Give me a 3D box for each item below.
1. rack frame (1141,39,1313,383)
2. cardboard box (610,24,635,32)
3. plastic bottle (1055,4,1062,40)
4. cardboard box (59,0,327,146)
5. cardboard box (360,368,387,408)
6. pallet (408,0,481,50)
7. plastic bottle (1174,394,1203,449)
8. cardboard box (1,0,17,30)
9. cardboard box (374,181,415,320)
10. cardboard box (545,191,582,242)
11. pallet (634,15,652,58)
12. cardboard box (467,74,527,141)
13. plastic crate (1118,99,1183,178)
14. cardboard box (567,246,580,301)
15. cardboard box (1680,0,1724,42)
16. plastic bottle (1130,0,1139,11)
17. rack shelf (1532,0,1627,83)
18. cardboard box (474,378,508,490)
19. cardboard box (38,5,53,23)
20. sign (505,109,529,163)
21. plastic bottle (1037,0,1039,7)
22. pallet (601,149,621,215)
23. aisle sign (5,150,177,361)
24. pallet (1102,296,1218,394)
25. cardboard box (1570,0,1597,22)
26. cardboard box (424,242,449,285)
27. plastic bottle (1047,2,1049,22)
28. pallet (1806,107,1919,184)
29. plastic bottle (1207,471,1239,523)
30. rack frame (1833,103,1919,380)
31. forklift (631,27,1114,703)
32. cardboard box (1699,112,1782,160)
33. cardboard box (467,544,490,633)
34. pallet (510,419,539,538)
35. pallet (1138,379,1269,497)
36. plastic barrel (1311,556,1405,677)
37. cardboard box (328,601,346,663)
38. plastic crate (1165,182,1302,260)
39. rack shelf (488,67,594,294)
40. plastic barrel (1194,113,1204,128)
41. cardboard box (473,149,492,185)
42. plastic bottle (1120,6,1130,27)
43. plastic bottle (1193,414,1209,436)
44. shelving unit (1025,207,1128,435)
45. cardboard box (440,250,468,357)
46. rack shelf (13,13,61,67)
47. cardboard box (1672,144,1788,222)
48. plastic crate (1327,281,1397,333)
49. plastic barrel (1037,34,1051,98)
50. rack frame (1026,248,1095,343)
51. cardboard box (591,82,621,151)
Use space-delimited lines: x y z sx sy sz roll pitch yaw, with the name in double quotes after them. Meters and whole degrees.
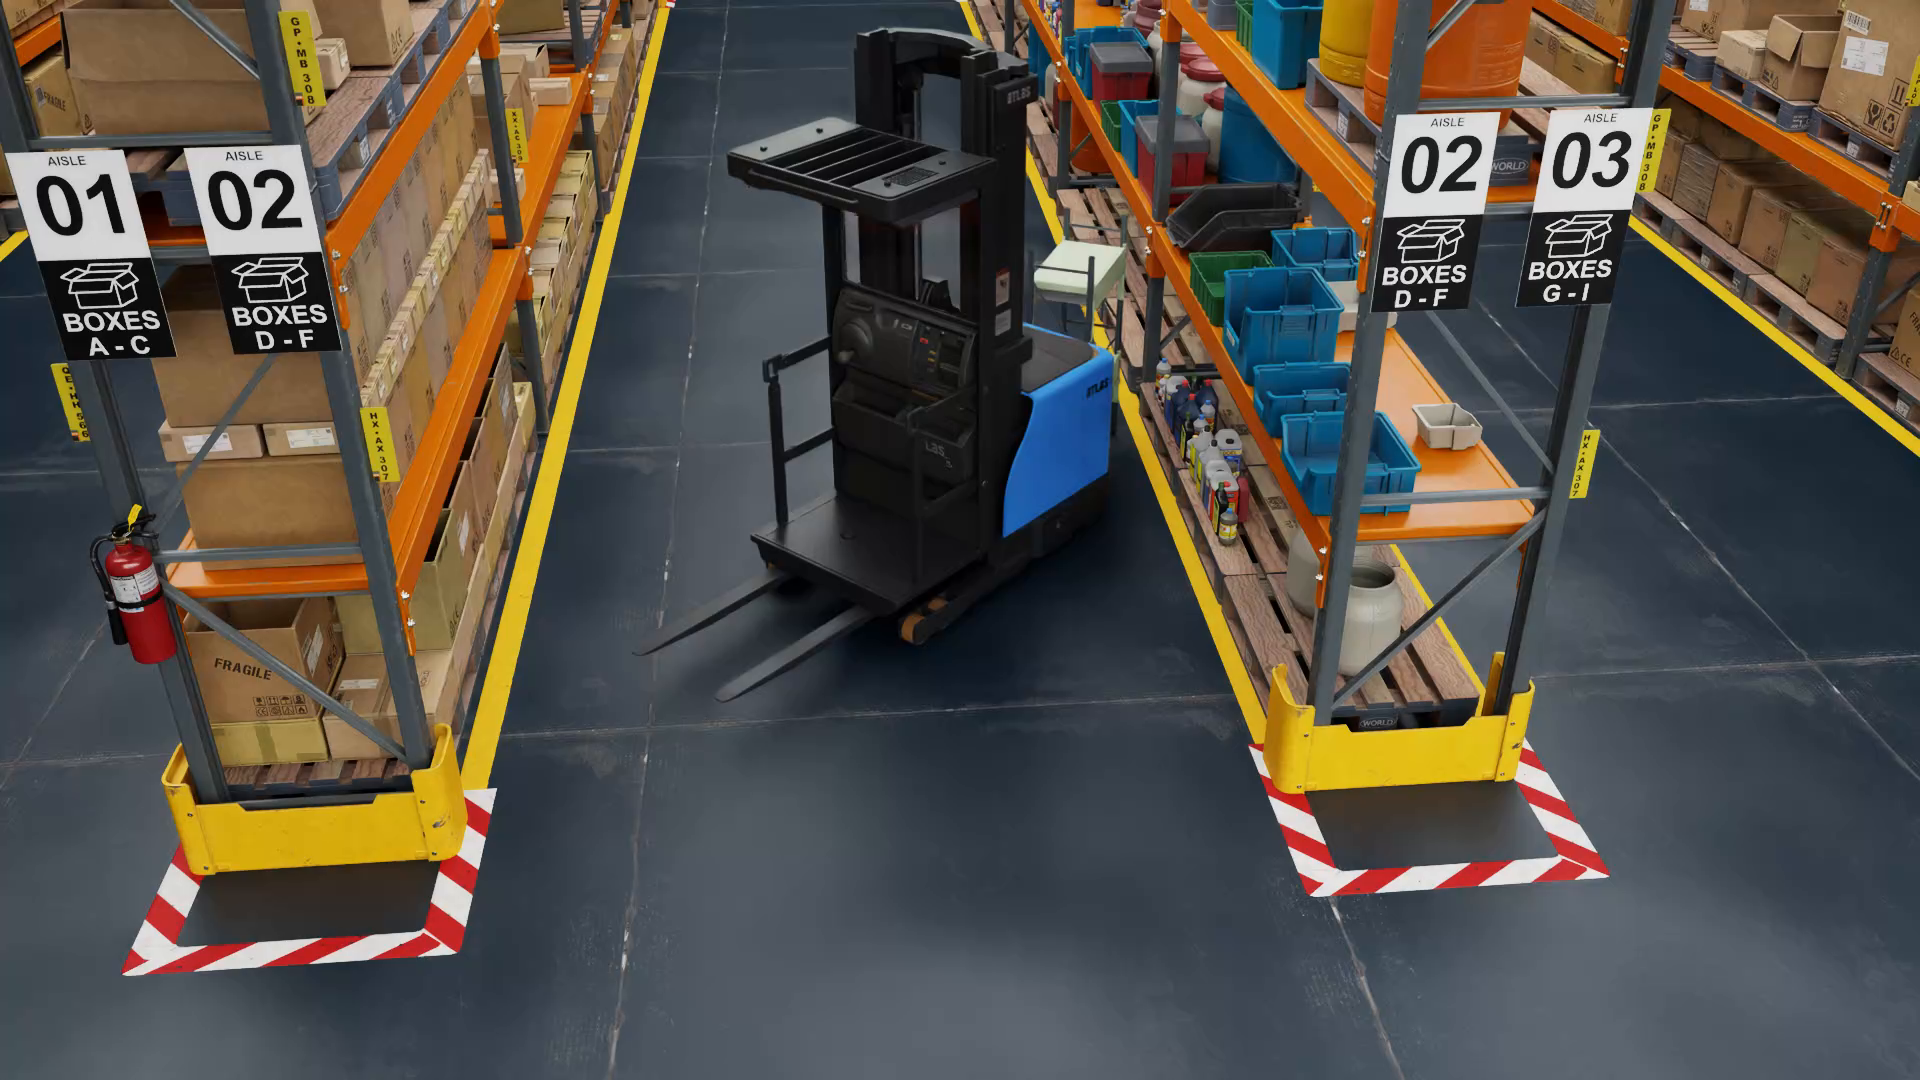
1.729 -2.221 10.543 1.000 3.000 0.127 -3 31 -5 "rack frame"
-3.865 -5.708 18.716 0.380 0.166 0.250 -3 31 -5 "cardboard box"
0.872 -4.517 14.501 0.061 0.283 0.133 -3 31 -5 "plastic bottle"
-2.878 -1.810 6.283 0.797 0.503 0.637 -1 31 -1 "cardboard box"
-2.678 -0.610 7.116 0.380 0.149 0.250 -4 31 -6 "cardboard box"
-3.097 -2.801 8.676 1.003 0.211 1.213 -3 31 -5 "pallet"
1.409 -0.744 10.225 0.144 0.351 0.185 -4 31 -7 "plastic bottle"
-8.338 -4.496 13.945 0.500 0.500 0.500 -2 31 -3 "cardboard box"
-2.967 -1.335 7.697 0.700 0.500 0.500 -3 31 -4 "cardboard box"
-3.183 -2.490 12.719 0.500 0.311 0.500 -3 31 -5 "cardboard box"
-4.130 -5.848 19.335 1.003 0.211 1.213 -3 31 -5 "pallet"
-3.354 -2.946 11.660 0.500 0.500 0.500 -3 31 -5 "cardboard box"
1.317 -2.763 11.465 0.392 0.384 0.575 -3 31 -5 "plastic crate"
-3.138 -1.988 12.426 0.500 0.250 0.500 -2 31 -4 "cardboard box"
6.377 -4.450 13.768 0.500 0.500 0.500 -6 31 -11 "cardboard box"
1.594 -4.683 14.786 0.152 0.276 0.135 -3 31 -5 "plastic bottle"
6.100 -5.213 16.254 1.077 0.370 4.000 -3 31 -5 "rack shelf"
-2.856 -0.570 9.320 0.500 0.500 0.500 -3 31 -5 "cardboard box"
-8.480 -4.786 15.062 0.380 0.149 0.250 -2 31 -3 "cardboard box"
-2.650 -2.419 9.953 0.100 0.325 0.005 -3 31 -5 "sign"
0.757 -5.145 15.553 0.061 0.283 0.133 -3 31 -5 "plastic bottle"
-3.608 -3.214 14.925 1.003 0.211 1.213 -3 31 -5 "pallet"
-3.115 -1.012 5.984 0.394 0.787 0.004 -3 31 -5 "aisle sign"
1.617 -1.423 11.927 1.003 0.211 1.213 -3 31 -5 "pallet"
5.953 -5.038 15.163 0.500 0.500 0.500 -3 31 -5 "cardboard box"
-2.819 -1.395 8.430 0.380 0.149 0.250 -2 31 -3 "cardboard box"
0.834 -4.790 15.038 0.097 0.201 0.097 0 31 0 "plastic bottle"
6.734 -2.773 11.655 1.003 0.211 1.213 -3 31 -5 "pallet"
1.499 -0.245 9.462 0.152 0.276 0.135 -3 31 -4 "plastic bottle"
6.661 -2.458 10.941 1.000 3.000 0.127 -3 31 -5 "rack frame"
-0.435 -0.993 8.553 1.130 2.935 3.031 23 38 33 "forklift"
6.439 -3.327 13.673 0.500 0.250 0.500 1 31 1 "cardboard box"
-2.754 0.262 8.658 0.500 0.250 0.500 -3 31 -5 "cardboard box"
-3.170 -0.381 10.181 1.003 0.211 1.213 -3 31 -5 "pallet"
1.751 -0.679 10.681 1.003 0.211 1.213 -3 31 -5 "pallet"
1.966 0.377 8.211 0.421 0.512 0.421 0 31 0 "plastic barrel"
-3.232 0.542 8.189 0.500 0.250 0.500 -3 31 -5 "cardboard box"
1.652 -1.921 10.102 0.767 0.338 0.504 -3 31 -5 "plastic crate"
-3.389 -2.698 12.043 1.077 0.370 4.000 -3 31 -5 "rack shelf"
1.759 -2.845 11.722 0.301 0.262 0.301 0 31 0 "plastic barrel"
-2.964 -2.179 9.742 0.380 0.149 0.250 -3 31 -5 "cardboard box"
1.471 -4.635 14.779 0.097 0.201 0.097 0 31 0 "plastic bottle"
1.460 -0.637 10.123 0.097 0.271 0.097 0 31 0 "plastic bottle"
0.710 -1.193 10.285 0.431 1.500 0.755 10 32 17 "shelving unit"
-3.056 -1.277 8.865 0.700 0.500 0.500 -2 31 -4 "cardboard box"
-8.695 -4.501 15.062 1.077 0.370 4.000 -3 31 -5 "rack shelf"
6.434 -2.993 13.844 0.700 0.500 0.500 -5 31 -9 "cardboard box"
2.133 -1.291 9.243 0.530 0.136 0.437 -3 31 -5 "plastic crate"
1.082 -4.945 16.740 0.600 0.901 0.708 -3 31 -5 "plastic barrel"
0.586 -1.016 9.989 0.400 1.500 0.023 10 32 17 "rack frame"
-3.431 -3.913 15.385 0.500 0.500 0.500 -3 31 -5 "cardboard box"
